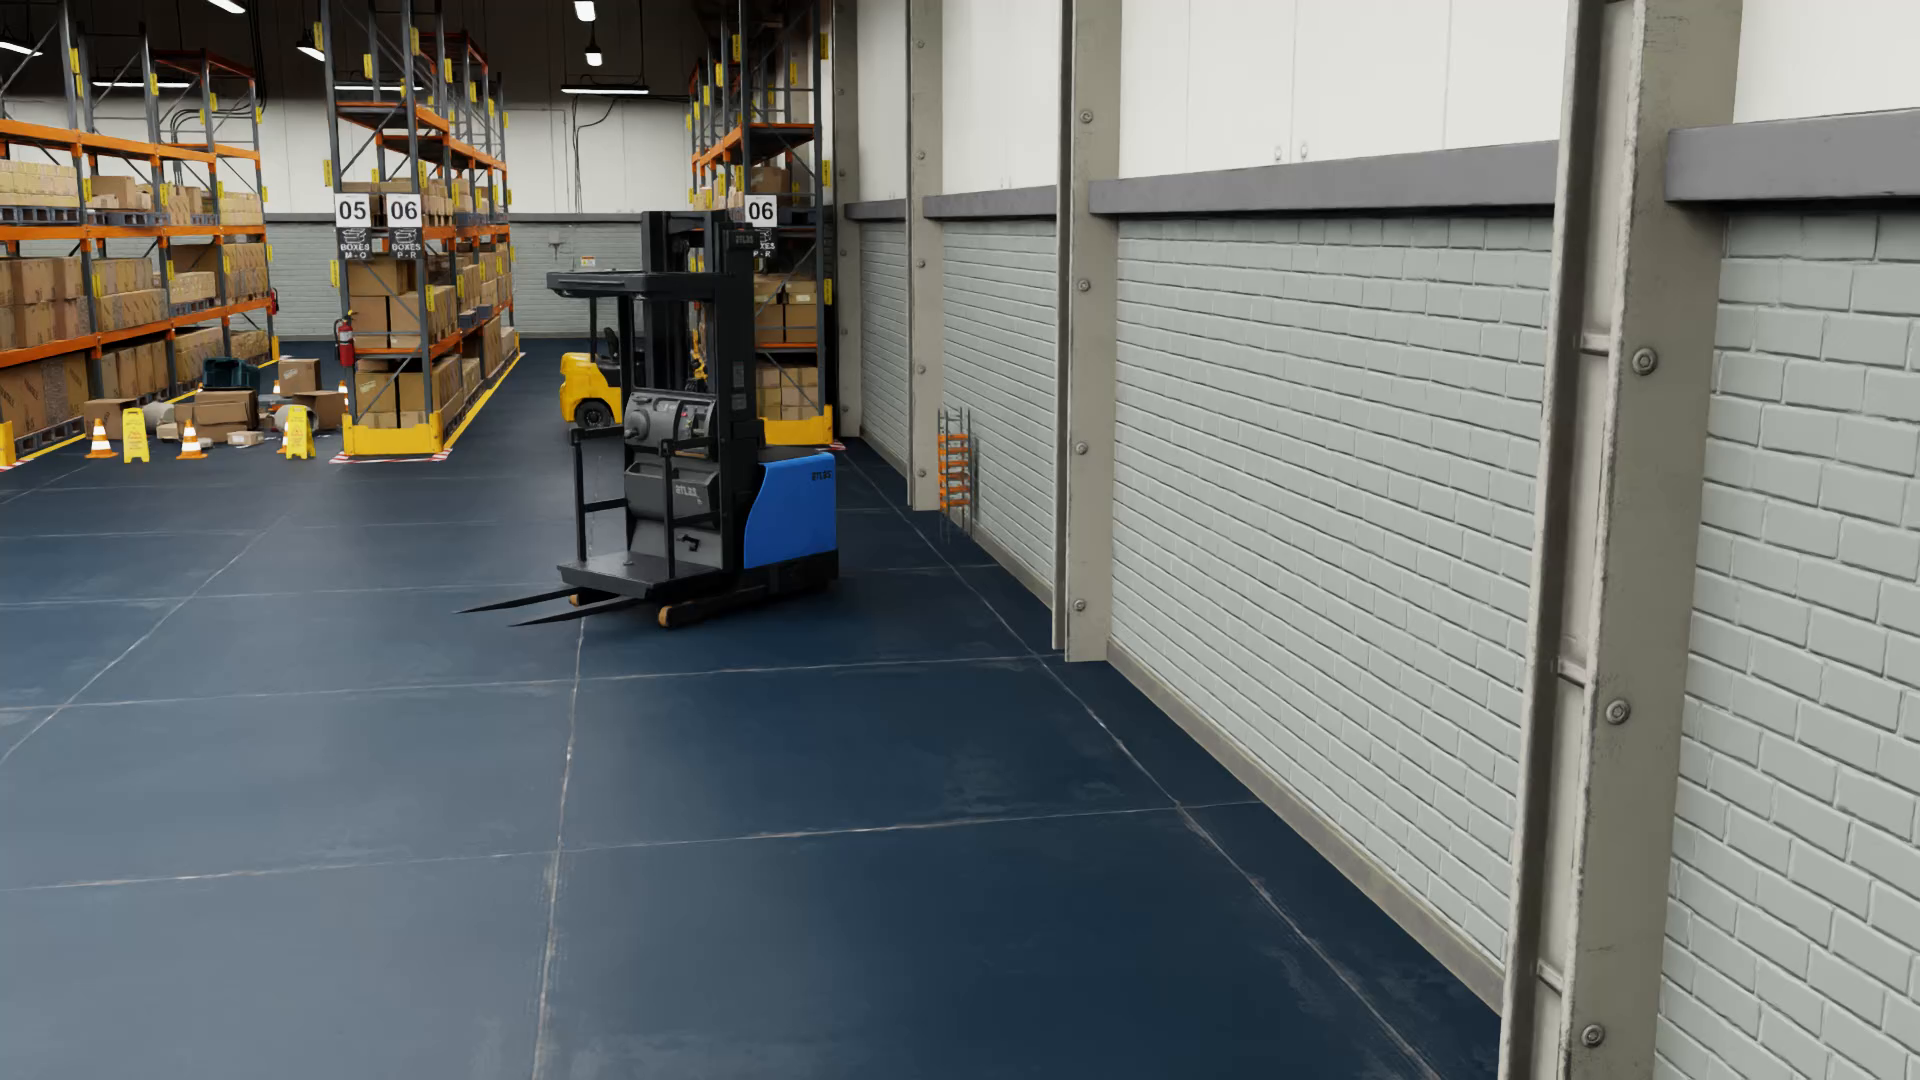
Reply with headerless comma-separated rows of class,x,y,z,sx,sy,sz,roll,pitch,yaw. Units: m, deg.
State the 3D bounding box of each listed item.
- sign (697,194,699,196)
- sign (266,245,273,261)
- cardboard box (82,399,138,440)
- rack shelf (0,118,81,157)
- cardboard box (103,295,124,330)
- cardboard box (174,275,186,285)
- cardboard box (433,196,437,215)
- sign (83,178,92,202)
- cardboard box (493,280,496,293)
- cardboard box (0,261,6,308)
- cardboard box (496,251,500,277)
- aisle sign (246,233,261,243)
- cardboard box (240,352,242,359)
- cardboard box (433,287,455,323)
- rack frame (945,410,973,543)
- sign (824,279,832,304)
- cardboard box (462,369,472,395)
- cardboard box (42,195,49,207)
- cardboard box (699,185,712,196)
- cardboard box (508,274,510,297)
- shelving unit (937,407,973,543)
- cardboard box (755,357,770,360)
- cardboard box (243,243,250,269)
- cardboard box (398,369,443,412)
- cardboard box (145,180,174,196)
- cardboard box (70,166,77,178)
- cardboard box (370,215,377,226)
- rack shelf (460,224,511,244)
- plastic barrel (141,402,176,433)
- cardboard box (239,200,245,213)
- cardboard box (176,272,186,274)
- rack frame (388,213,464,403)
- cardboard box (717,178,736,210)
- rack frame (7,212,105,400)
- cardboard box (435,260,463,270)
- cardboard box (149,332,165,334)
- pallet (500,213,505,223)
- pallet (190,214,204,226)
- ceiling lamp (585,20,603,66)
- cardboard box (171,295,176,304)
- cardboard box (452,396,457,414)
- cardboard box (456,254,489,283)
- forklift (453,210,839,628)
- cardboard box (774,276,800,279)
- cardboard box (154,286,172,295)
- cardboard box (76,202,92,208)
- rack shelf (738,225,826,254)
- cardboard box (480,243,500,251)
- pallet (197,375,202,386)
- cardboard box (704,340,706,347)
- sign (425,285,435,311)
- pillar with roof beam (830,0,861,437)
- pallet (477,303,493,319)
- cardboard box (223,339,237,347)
sign,-5.131,-6.658,32.749,0.100,0.325,0.005,-2,11,-11
sign,-14.534,-6.046,34.997,0.100,0.325,0.005,-2,11,-11
cardboard box,-11.439,-1.630,22.419,0.500,0.500,0.500,0,11,-1
rack shelf,-12.359,-5.135,21.102,1.077,0.370,4.000,-2,11,-11
cardboard box,-12.685,-3.352,24.520,0.500,0.500,0.500,-2,11,-11
cardboard box,-13.629,-4.498,28.762,0.380,0.149,0.250,-2,11,-8
cardboard box,-7.184,-4.404,21.895,0.500,0.250,0.500,-2,11,-9
sign,-12.204,-4.891,23.256,0.100,0.325,0.005,-2,11,-11
cardboard box,-9.039,-4.779,31.346,0.500,0.250,0.500,-2,11,-10
cardboard box,-12.004,-3.045,19.881,0.875,0.550,0.550,-2,11,-11
cardboard box,-9.323,-5.407,32.639,0.500,0.500,0.500,-2,11,-11
aisle sign,-14.802,-6.607,34.933,0.394,0.787,0.004,-2,11,-11
cardboard box,-14.396,-3.641,32.807,0.380,0.149,0.250,-3,11,-13
cardboard box,-7.475,-3.332,23.616,0.500,0.500,0.500,-2,11,-9
rack frame,-0.009,-0.568,14.948,0.240,1.200,0.006,-6,13,-21
sign,-1.720,-3.234,21.638,0.100,0.325,0.005,-2,11,-11
cardboard box,-8.160,-2.446,25.932,0.950,0.372,0.625,-1,11,-7
cardboard box,-12.114,-4.421,21.662,0.380,0.149,0.250,-2,11,-12
cardboard box,-4.884,-6.839,32.460,0.396,0.266,0.258,-2,11,-12
cardboard box,-9.810,-5.382,35.181,0.500,0.500,0.500,-2,11,-12
shelving unit,-0.043,-0.586,15.031,0.258,1.200,0.189,-6,13,-21
cardboard box,-2.966,-2.449,23.599,0.500,0.250,0.500,-2,11,-12
cardboard box,-14.434,-5.632,33.028,0.500,0.500,0.500,-3,11,-13
cardboard box,-7.025,-1.956,21.674,0.500,0.500,0.500,-3,11,-13
cardboard box,-13.434,-5.916,27.917,0.396,0.266,0.258,-2,11,-11
cardboard box,-12.364,-5.046,22.813,0.380,0.149,0.250,-2,11,-11
cardboard box,-7.478,-3.975,20.707,0.380,0.149,0.250,-2,11,-11
rack shelf,-9.857,-6.257,33.951,1.077,0.370,4.000,-2,11,-11
plastic barrel,-11.023,-1.687,22.926,0.512,0.421,0.421,6,12,28
cardboard box,-14.458,-6.595,32.865,0.500,0.250,0.500,-3,11,-13
cardboard box,-14.675,-4.845,31.569,0.500,0.500,0.500,-2,11,-11
rack frame,-7.912,-3.303,24.528,1.000,3.000,0.127,-2,11,-11
cardboard box,-3.722,-5.668,27.271,0.500,0.500,0.500,-2,11,-10
rack frame,-12.748,-3.105,23.485,1.000,3.000,0.127,-2,11,-11
cardboard box,-7.657,-4.122,24.912,0.380,0.149,0.250,-2,11,-11
cardboard box,-14.108,-3.487,29.050,0.500,0.250,0.500,-2,11,-10
pallet,-9.851,-6.574,33.928,1.003,0.211,1.213,-2,11,-11
pallet,-14.084,-5.646,29.317,1.213,0.211,1.003,-2,11,-11
ceiling lamp,-6.593,-10.532,30.855,0.800,3.185,2.000,-2,11,-11
cardboard box,-13.467,-4.060,28.052,0.380,0.149,0.250,-2,11,-8
cardboard box,-7.326,-1.869,23.226,0.500,0.250,0.500,-2,11,-10
cardboard box,-8.738,-4.862,29.779,0.500,0.500,0.500,-2,11,-9
forklift,-2.281,-0.912,12.147,1.130,2.935,3.031,9,14,38
cardboard box,-2.449,-3.667,23.642,0.380,0.149,0.250,-2,11,-9
cardboard box,-13.423,-4.163,27.800,0.380,0.149,0.250,-2,11,-8
cardboard box,-12.620,-4.887,23.798,0.258,0.266,0.396,-2,11,-12
rack shelf,-2.655,-4.238,23.340,1.077,0.370,4.000,-2,11,-11
cardboard box,-9.443,-5.886,33.422,0.380,0.149,0.250,-2,11,-13
pallet,-13.910,-2.835,29.527,1.003,0.211,1.213,-2,11,-11
cardboard box,-5.066,-3.972,34.230,0.396,0.266,0.258,-2,11,-9
sign,-6.602,-3.014,20.697,0.100,0.325,0.005,-2,11,-11
pillar with roof beam,-5.740,-5.702,21.085,9.100,9.000,0.400,-2,11,-11
pallet,-8.447,-3.816,27.734,1.213,0.211,1.003,-2,11,-11
cardboard box,-14.163,-3.793,32.014,0.380,0.149,0.250,-2,11,-8
